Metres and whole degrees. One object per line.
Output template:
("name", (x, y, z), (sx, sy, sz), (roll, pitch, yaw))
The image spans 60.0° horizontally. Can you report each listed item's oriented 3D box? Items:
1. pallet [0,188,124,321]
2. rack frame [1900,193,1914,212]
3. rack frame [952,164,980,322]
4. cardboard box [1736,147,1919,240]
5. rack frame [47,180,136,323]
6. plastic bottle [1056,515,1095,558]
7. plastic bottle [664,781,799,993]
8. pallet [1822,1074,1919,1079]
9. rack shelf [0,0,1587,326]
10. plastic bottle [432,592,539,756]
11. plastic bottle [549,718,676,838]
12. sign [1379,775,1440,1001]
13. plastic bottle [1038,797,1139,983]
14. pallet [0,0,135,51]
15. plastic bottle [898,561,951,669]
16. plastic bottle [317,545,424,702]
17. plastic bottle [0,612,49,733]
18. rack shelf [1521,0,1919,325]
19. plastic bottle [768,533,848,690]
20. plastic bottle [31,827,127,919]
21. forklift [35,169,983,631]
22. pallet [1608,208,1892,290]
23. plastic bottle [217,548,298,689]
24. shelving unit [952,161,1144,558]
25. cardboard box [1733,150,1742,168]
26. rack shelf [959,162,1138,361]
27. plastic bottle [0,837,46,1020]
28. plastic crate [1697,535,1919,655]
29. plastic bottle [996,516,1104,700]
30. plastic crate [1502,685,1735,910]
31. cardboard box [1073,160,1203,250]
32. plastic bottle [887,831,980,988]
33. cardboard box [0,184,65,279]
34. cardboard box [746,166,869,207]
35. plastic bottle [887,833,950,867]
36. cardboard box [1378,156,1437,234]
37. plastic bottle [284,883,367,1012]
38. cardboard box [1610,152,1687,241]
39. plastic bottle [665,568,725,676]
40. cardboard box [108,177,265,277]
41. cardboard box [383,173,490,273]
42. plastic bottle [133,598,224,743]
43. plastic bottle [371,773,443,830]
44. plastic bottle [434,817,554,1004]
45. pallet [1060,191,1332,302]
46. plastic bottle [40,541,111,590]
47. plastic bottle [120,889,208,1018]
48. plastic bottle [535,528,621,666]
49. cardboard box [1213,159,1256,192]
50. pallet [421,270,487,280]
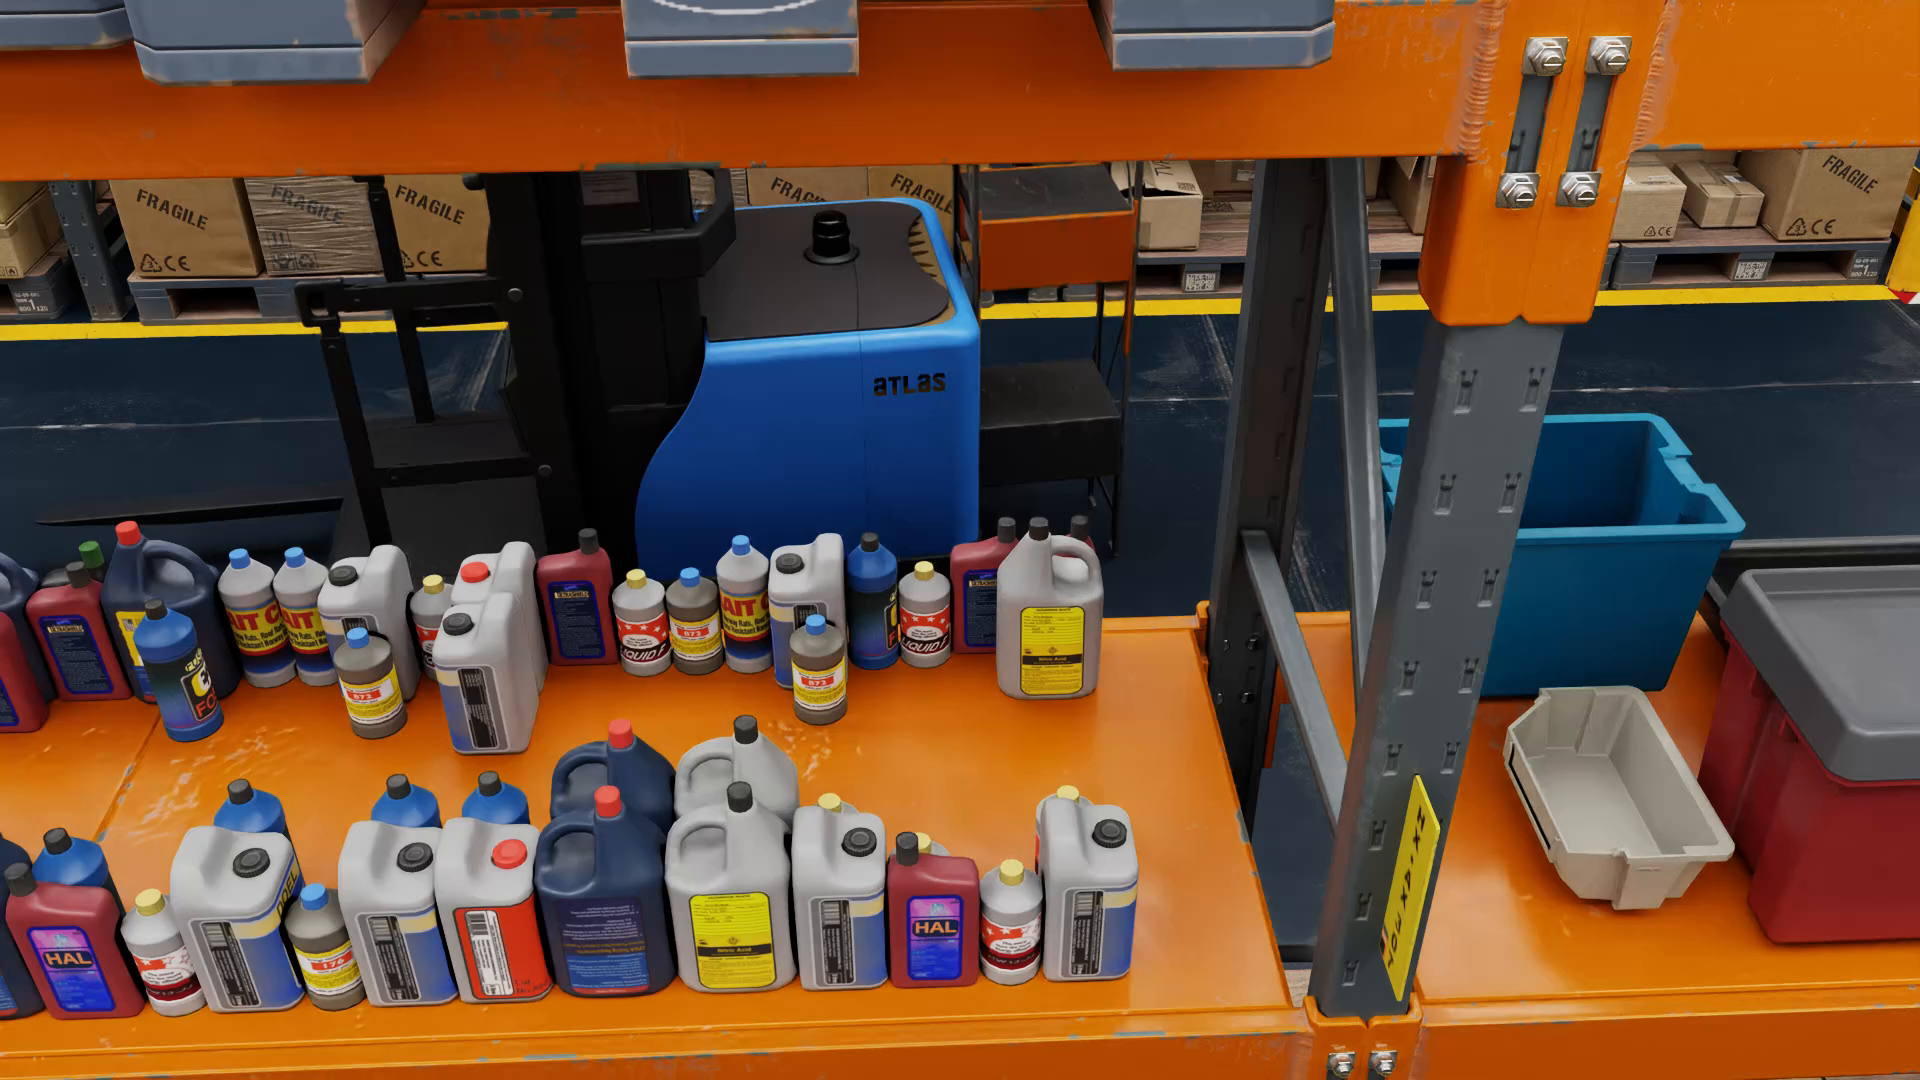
("pallet", (-4.482, -1.296, 7.437), (1.213, 0.211, 1.003), (-2, 35, -2))
("rack frame", (4.333, -2.658, 6.955), (0.127, 3.000, 1.000), (-2, 35, -2))
("rack frame", (0.016, -0.869, 5.160), (0.015, 2.100, 0.400), (-5, 35, -8))
("cardboard box", (3.802, -1.657, 7.318), (0.500, 0.500, 0.500), (-2, 35, -2))
("rack frame", (-3.658, -2.443, 6.644), (0.127, 3.000, 1.000), (-2, 35, -2))
("plastic bottle", (0.182, 0.081, 3.100), (0.133, 0.283, 0.061), (-2, 35, -2))
("plastic bottle", (-0.334, 0.496, 2.440), (0.185, 0.351, 0.144), (-2, 35, -2))
("pallet", (2.523, 1.335, 3.635), (1.213, 0.211, 1.003), (-2, 35, -2))
("rack shelf", (-1.429, -0.619, 2.004), (4.000, 0.370, 1.077), (-2, 35, -2))
("plastic bottle", (-0.830, 0.224, 2.900), (0.135, 0.276, 0.152), (-2, 35, -2))
("plastic bottle", (-0.526, 0.419, 2.552), (0.185, 0.351, 0.144), (-2, 35, -2))
("sign", (0.593, 0.464, 2.200), (0.005, 0.325, 0.100), (-2, 35, -2))
("plastic bottle", (0.190, 0.511, 2.485), (0.135, 0.276, 0.152), (-2, 35, -2))
("pallet", (-1.343, -0.782, 1.774), (1.213, 0.211, 1.003), (-2, 35, -2))
("plastic bottle", (-0.066, 0.131, 3.099), (0.097, 0.201, 0.097), (0, 35, 0))
("plastic bottle", (-1.069, 0.143, 3.016), (0.135, 0.276, 0.152), (-2, 35, -2))
("plastic bottle", (-1.710, 0.214, 2.908), (0.133, 0.283, 0.061), (-2, 35, -2))
("rack shelf", (2.566, -0.726, 2.160), (4.000, 0.370, 1.077), (-2, 35, -2))
("plastic bottle", (-0.277, 0.122, 3.047), (0.135, 0.276, 0.152), (-2, 35, -2))
("plastic bottle", (-1.295, 0.533, 2.456), (0.097, 0.271, 0.097), (0, 35, 0))
("forklift", (-1.493, -1.066, 4.714), (3.031, 2.935, 1.130), (-5, 35, -8))
("pallet", (3.461, -1.487, 7.714), (1.213, 0.211, 1.003), (-2, 35, -2))
("plastic bottle", (-1.283, 0.135, 3.032), (0.097, 0.271, 0.097), (0, 35, 0))
("shelving unit", (0.257, -0.892, 5.193), (0.503, 2.100, 0.431), (-5, 35, -8))
("cardboard box", (3.649, -1.852, 7.893), (0.250, 0.166, 0.380), (-2, 35, -2))
("rack shelf", (0.257, -0.880, 5.201), (0.480, 0.518, 0.431), (-5, 35, -8))
("plastic bottle", (-1.435, 0.526, 2.397), (0.185, 0.351, 0.144), (-2, 35, -2))
("plastic crate", (1.674, 0.171, 3.056), (0.590, 0.125, 0.437), (-2, 35, -2))
("plastic bottle", (0.161, 0.112, 2.996), (0.185, 0.351, 0.144), (-2, 35, -2))
("plastic crate", (1.040, 0.418, 2.690), (0.243, 0.136, 0.396), (-2, 35, -2))
("cardboard box", (0.767, -1.514, 7.278), (0.500, 0.311, 0.500), (-2, 35, -2))
("plastic bottle", (-0.039, 0.540, 2.437), (0.133, 0.283, 0.061), (-2, 35, -2))
("cardboard box", (-4.172, -1.332, 7.086), (0.500, 0.250, 0.500), (-1, 35, -1))
("cardboard box", (-0.636, -1.519, 7.119), (0.500, 0.500, 0.500), (-1, 35, -2))
("plastic bottle", (-0.061, 0.529, 2.524), (0.097, 0.201, 0.097), (0, 35, 0))
("cardboard box", (2.214, -1.758, 7.462), (0.637, 0.503, 0.797), (-2, 35, -2))
("plastic bottle", (-0.928, 0.587, 2.440), (0.097, 0.201, 0.097), (0, 35, 0))
("cardboard box", (2.851, -1.545, 7.377), (0.500, 0.250, 0.500), (-2, 35, -2))
("plastic bottle", (-0.492, 0.143, 3.082), (0.097, 0.201, 0.097), (0, 35, 0))
("cardboard box", (-3.190, -1.446, 7.013), (0.500, 0.500, 0.500), (0, 35, 0))
("cardboard box", (-2.166, -1.474, 7.053), (0.500, 0.500, 0.500), (-2, 35, -3))
("plastic bottle", (-1.373, 0.220, 2.909), (0.097, 0.271, 0.097), (0, 35, 0))
("plastic bottle", (-0.837, 0.469, 2.549), (0.097, 0.271, 0.097), (0, 35, 0))
("plastic bottle", (-0.679, 0.534, 2.452), (0.135, 0.276, 0.152), (-2, 35, -2))
("pallet", (1.024, -1.422, 7.619), (1.213, 0.211, 1.003), (-2, 35, -2))
("plastic bottle", (-1.584, 0.128, 3.031), (0.133, 0.283, 0.061), (-2, 35, -2))
("plastic bottle", (-1.159, 0.593, 2.431), (0.097, 0.201, 0.097), (0, 35, 0))
("plastic bottle", (-0.705, 0.104, 3.066), (0.133, 0.283, 0.061), (-2, 35, -2))
("cardboard box", (1.265, -1.780, 7.805), (0.250, 0.149, 0.380), (-2, 35, -2))
("pallet", (-1.695, -1.326, 7.480), (1.213, 0.211, 1.003), (-2, 35, -2))
